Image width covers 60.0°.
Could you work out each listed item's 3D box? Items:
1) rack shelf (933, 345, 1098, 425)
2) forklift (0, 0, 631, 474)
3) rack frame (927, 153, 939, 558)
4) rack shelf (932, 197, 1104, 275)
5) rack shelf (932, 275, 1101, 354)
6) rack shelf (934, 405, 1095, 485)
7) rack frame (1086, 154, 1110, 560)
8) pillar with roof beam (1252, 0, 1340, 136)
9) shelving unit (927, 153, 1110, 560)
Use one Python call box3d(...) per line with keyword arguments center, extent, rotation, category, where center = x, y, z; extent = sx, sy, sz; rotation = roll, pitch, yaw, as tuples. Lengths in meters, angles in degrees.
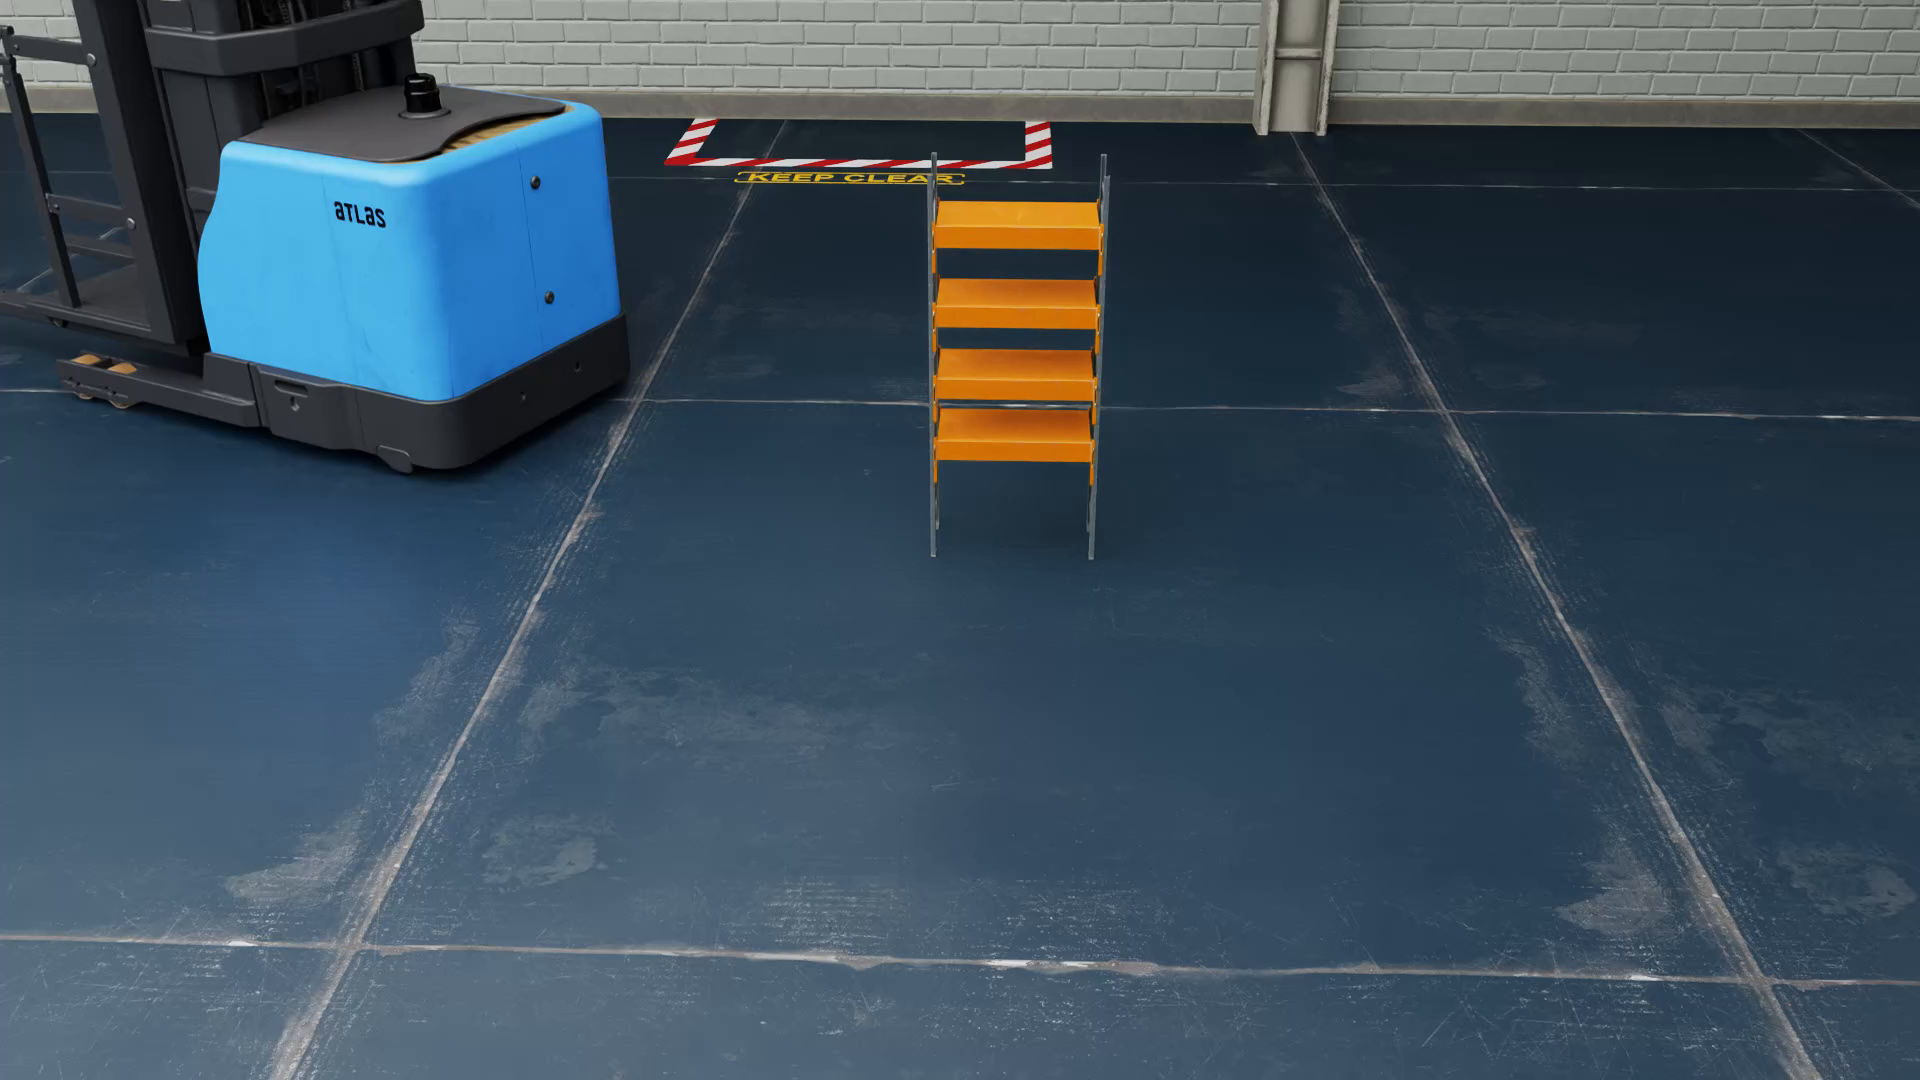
box3d(center=(0.165, -0.468, 4.995), extent=(0.480, 0.148, 0.258), rotation=(1, 28, 2), category="rack shelf")
box3d(center=(-2.798, -1.986, 5.868), extent=(3.031, 2.935, 1.130), rotation=(13, 31, 23), category="forklift")
box3d(center=(-0.078, -0.531, 4.971), extent=(0.015, 1.200, 0.240), rotation=(1, 28, 2), category="rack frame")
box3d(center=(0.165, -0.875, 4.780), extent=(0.480, 0.148, 0.258), rotation=(1, 28, 2), category="rack shelf")
box3d(center=(0.165, -0.666, 4.891), extent=(0.480, 0.148, 0.258), rotation=(1, 28, 2), category="rack shelf")
box3d(center=(0.165, -0.293, 5.088), extent=(0.480, 0.148, 0.258), rotation=(1, 28, 2), category="rack shelf")
box3d(center=(0.409, -0.523, 4.956), extent=(0.015, 1.200, 0.240), rotation=(1, 28, 2), category="rack frame")
box3d(center=(1.793, -4.396, 3.935), extent=(0.400, 9.000, 9.100), rotation=(1, 28, 2), category="pillar with roof beam")
box3d(center=(0.165, -0.527, 4.964), extent=(0.503, 1.200, 0.258), rotation=(1, 28, 2), category="shelving unit")
